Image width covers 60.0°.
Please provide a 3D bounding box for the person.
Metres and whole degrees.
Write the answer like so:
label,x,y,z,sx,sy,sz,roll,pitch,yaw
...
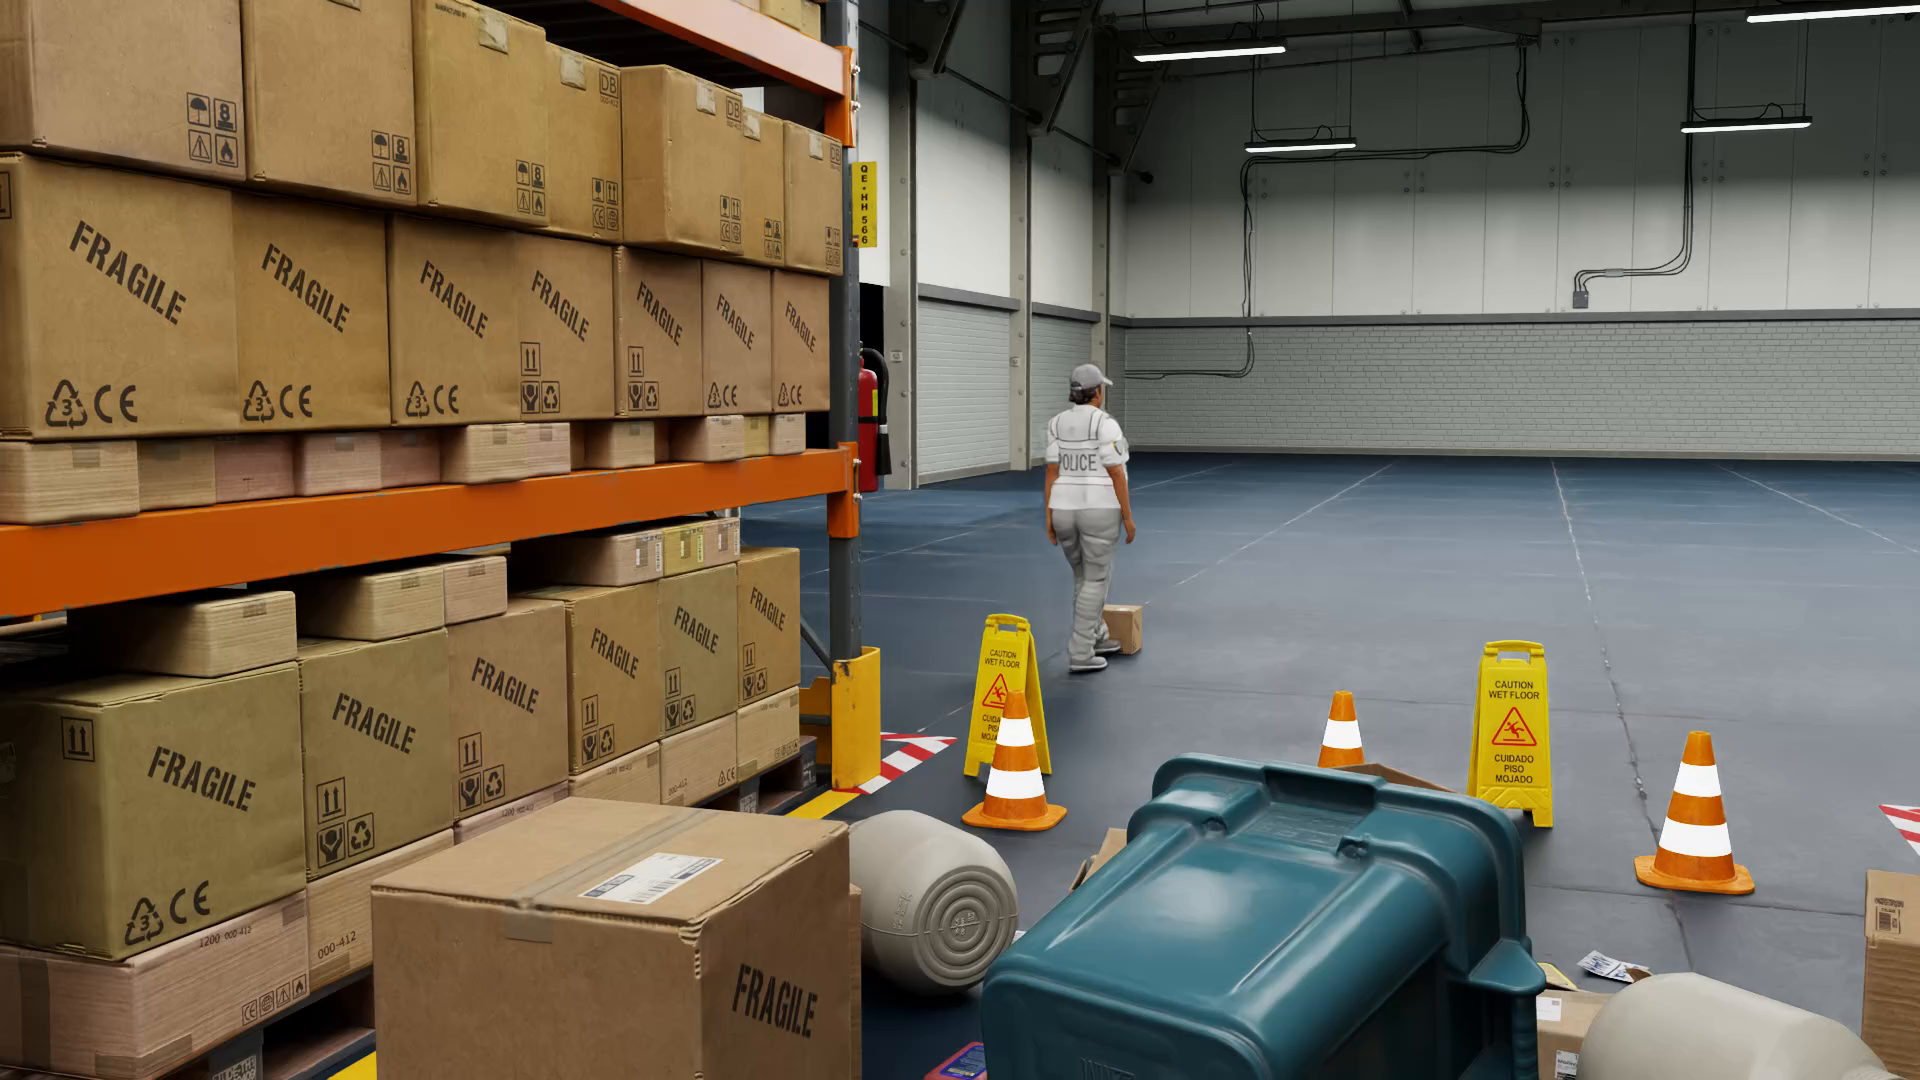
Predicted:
label,x,y,z,sx,sy,sz,roll,pitch,yaw
person,0.801,-0.137,9.153,0.486,1.652,0.709,5,7,43
